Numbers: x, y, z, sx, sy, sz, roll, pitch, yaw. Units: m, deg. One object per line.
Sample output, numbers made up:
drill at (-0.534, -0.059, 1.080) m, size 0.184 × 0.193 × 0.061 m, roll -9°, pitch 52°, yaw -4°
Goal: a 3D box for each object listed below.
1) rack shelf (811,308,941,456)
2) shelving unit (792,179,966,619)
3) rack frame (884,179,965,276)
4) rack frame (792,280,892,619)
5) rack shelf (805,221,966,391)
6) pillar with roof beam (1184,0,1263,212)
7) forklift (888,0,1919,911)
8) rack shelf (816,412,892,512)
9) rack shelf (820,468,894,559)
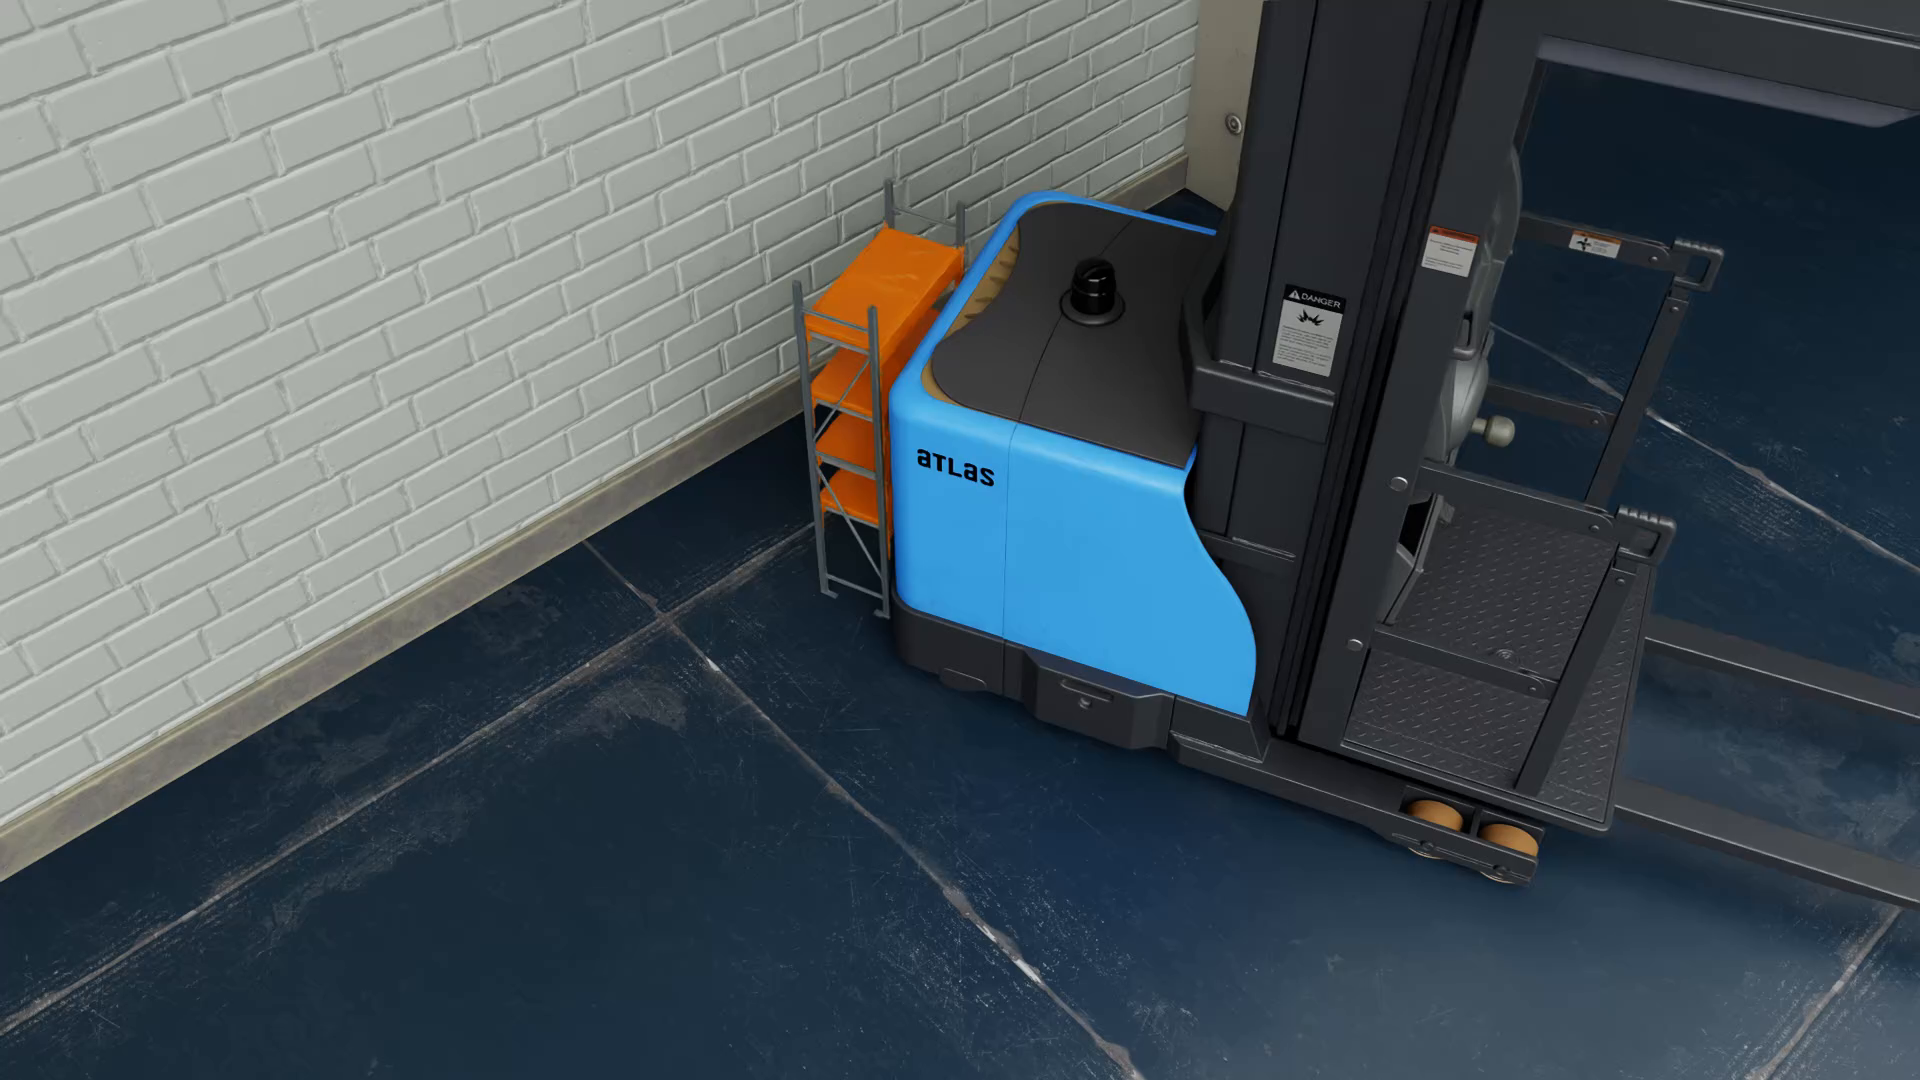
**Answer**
rack shelf at (-0.207, -0.477, 4.661) m, size 0.258 × 0.148 × 0.480 m, roll 20°, pitch 51°, yaw 18°
shelving unit at (-0.207, -0.371, 4.776) m, size 0.258 × 1.200 × 0.503 m, roll 20°, pitch 51°, yaw 18°
rack frame at (-0.096, -0.531, 4.923) m, size 0.240 × 1.200 × 0.015 m, roll 20°, pitch 51°, yaw 18°
rack frame at (-0.317, -0.211, 4.628) m, size 0.240 × 1.200 × 0.015 m, roll 20°, pitch 51°, yaw 18°
rack shelf at (-0.207, -0.637, 4.487) m, size 0.258 × 0.148 × 0.480 m, roll 20°, pitch 51°, yaw 18°
pillar with roof beam at (4.006, -2.131, 1.093) m, size 0.400 × 9.000 × 9.100 m, roll -34°, pitch 56°, yaw -27°
forklift at (1.371, -0.533, 3.748) m, size 3.031 × 2.935 × 1.130 m, roll 17°, pitch 50°, yaw 15°
rack shelf at (-0.207, -0.325, 4.825) m, size 0.258 × 0.148 × 0.480 m, roll 20°, pitch 51°, yaw 18°
rack shelf at (-0.207, -0.191, 4.971) m, size 0.258 × 0.148 × 0.480 m, roll 20°, pitch 51°, yaw 18°
